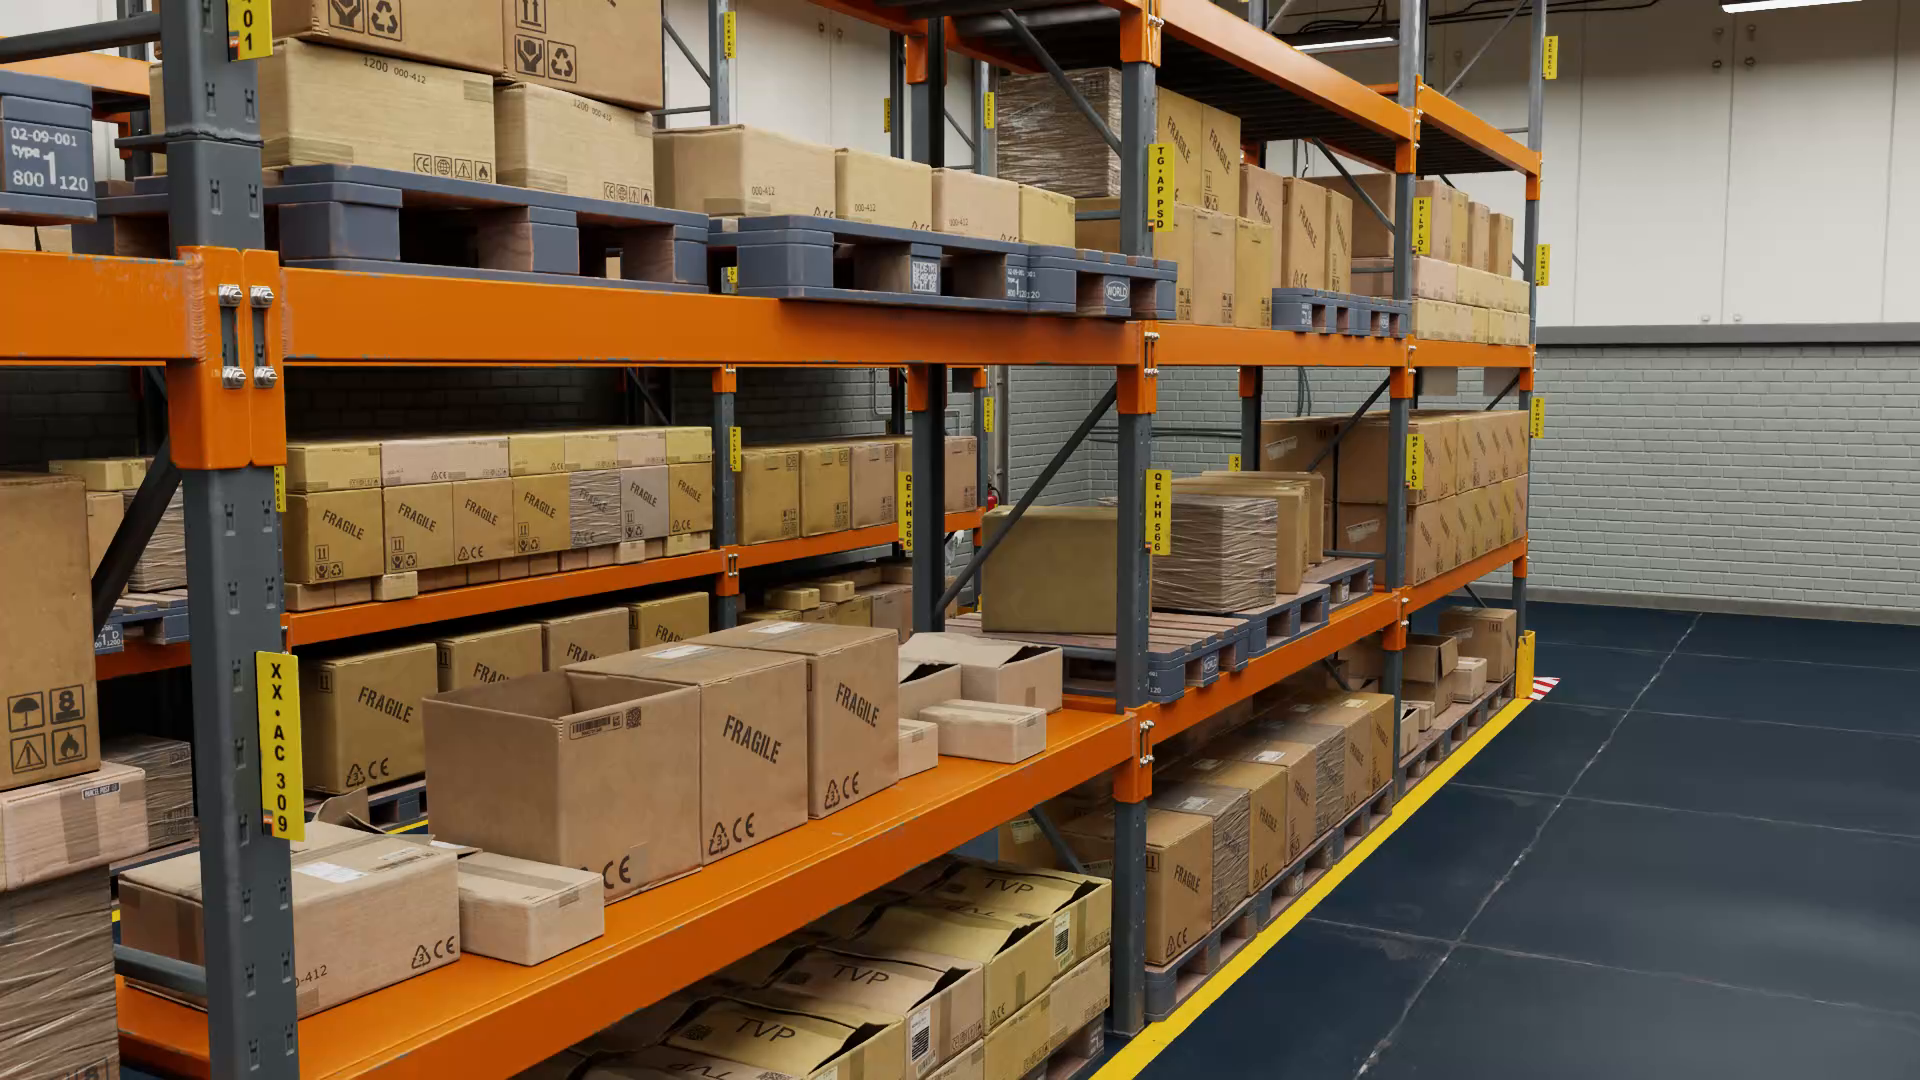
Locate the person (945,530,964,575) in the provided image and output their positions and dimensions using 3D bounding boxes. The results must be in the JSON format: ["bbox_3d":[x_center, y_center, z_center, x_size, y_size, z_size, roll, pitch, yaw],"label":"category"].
[{"bbox_3d":[-0.266,-0.088,17.718,0.637,1.790,0.562,3,7,29],"label":"person"}]
